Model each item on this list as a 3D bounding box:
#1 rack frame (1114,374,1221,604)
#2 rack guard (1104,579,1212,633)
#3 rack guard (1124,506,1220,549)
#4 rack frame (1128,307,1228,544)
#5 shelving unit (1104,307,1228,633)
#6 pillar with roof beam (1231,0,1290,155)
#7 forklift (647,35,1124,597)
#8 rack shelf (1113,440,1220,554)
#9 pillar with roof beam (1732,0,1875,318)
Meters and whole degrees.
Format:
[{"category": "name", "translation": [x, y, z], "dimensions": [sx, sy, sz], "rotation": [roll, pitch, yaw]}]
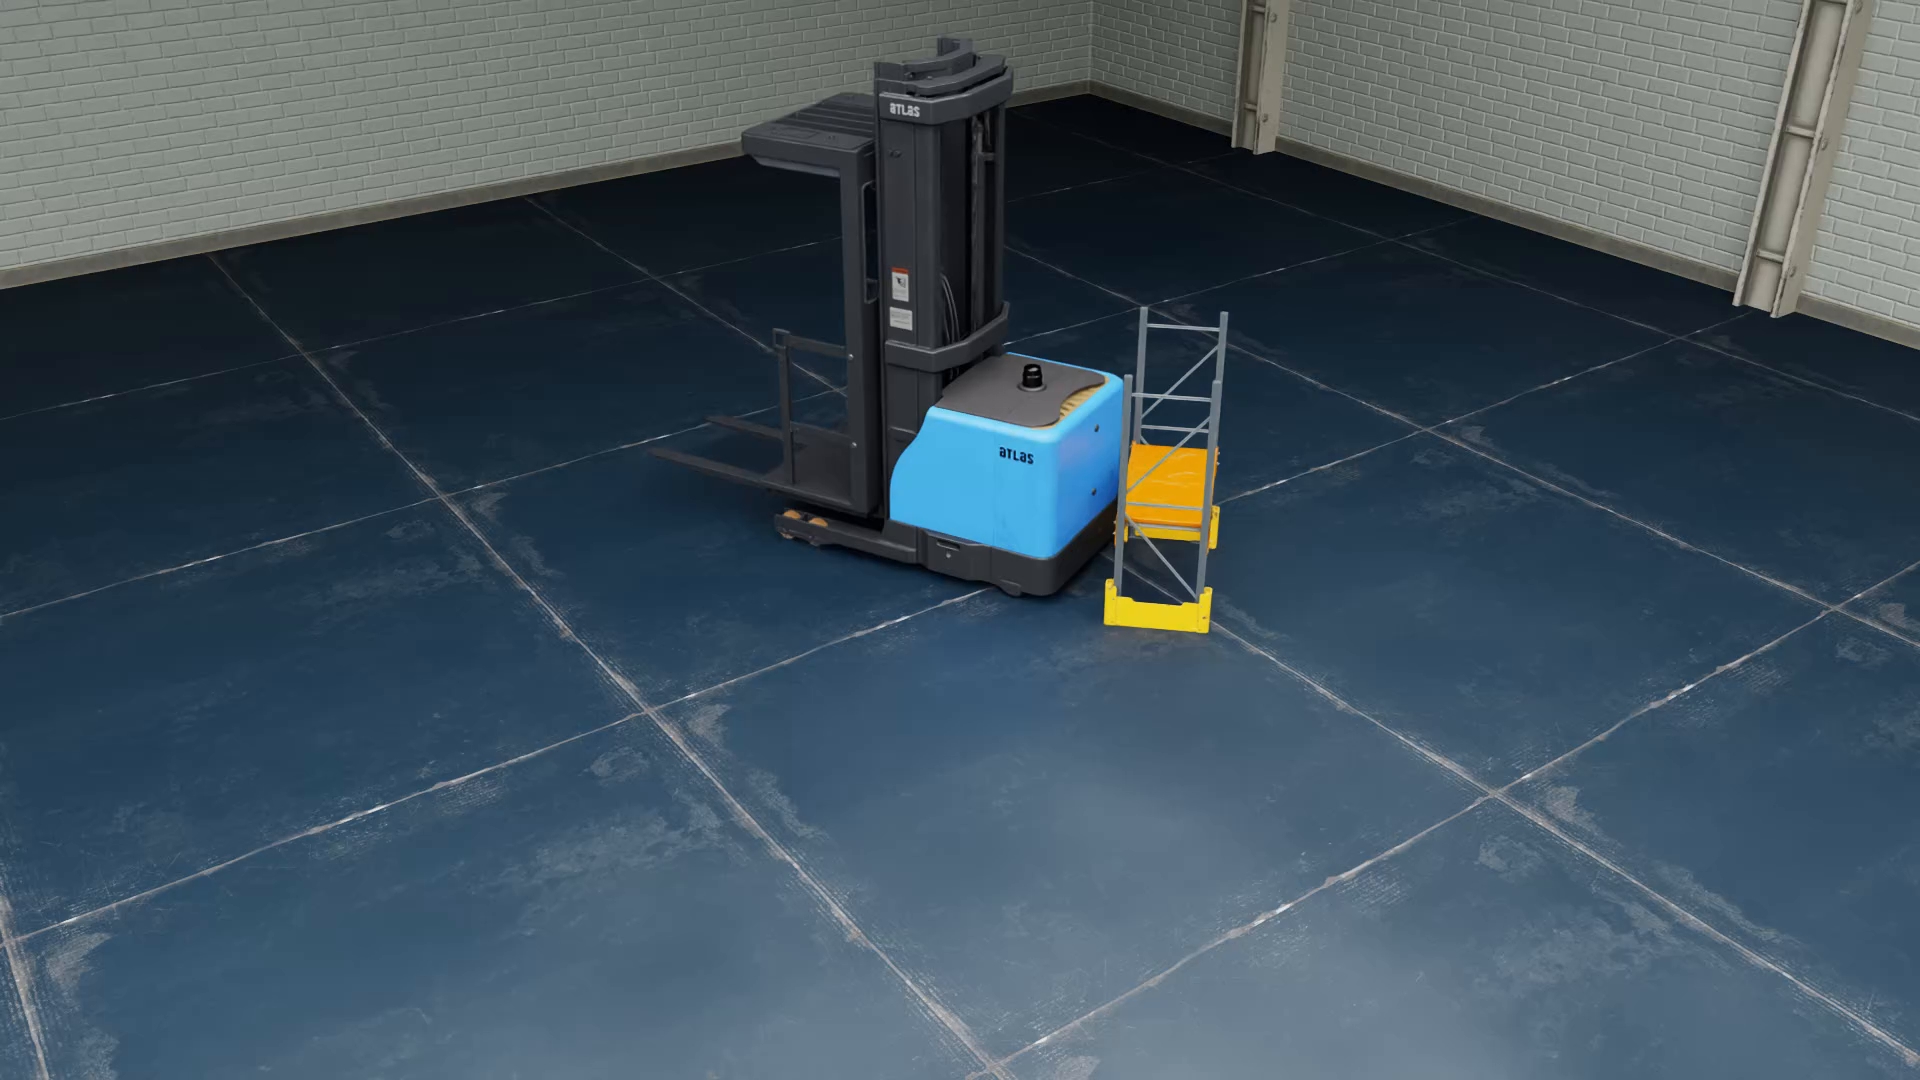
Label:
[{"category": "rack frame", "translation": [1.105, -0.179, 9.009], "dimensions": [0.500, 1.500, 0.032], "rotation": [5, 29, 9]}, {"category": "rack guard", "translation": [1.105, 0.369, 9.308], "dimensions": [0.587, 0.250, 0.087], "rotation": [5, 29, 9]}, {"category": "rack guard", "translation": [1.282, -0.099, 10.170], "dimensions": [0.587, 0.250, 0.087], "rotation": [5, 29, 9]}, {"category": "rack frame", "translation": [1.285, -0.657, 9.888], "dimensions": [0.500, 1.500, 0.032], "rotation": [5, 29, 9]}, {"category": "shelving unit", "translation": [1.193, -0.414, 9.441], "dimensions": [0.587, 1.500, 1.083], "rotation": [5, 29, 9]}, {"category": "pillar with roof beam", "translation": [-0.311, -7.026, 13.758], "dimensions": [9.100, 9.000, 0.400], "rotation": [-19, 34, -31]}, {"category": "forklift", "translation": [-0.560, -1.458, 9.863], "dimensions": [3.031, 2.935, 1.130], "rotation": [15, 32, 25]}, {"category": "rack shelf", "translation": [1.195, -0.260, 9.534], "dimensions": [0.538, 0.185, 1.000], "rotation": [5, 29, 9]}, {"category": "pillar with roof beam", "translation": [3.170, -4.694, 9.463], "dimensions": [9.100, 9.000, 0.400], "rotation": [-19, 34, -31]}]
